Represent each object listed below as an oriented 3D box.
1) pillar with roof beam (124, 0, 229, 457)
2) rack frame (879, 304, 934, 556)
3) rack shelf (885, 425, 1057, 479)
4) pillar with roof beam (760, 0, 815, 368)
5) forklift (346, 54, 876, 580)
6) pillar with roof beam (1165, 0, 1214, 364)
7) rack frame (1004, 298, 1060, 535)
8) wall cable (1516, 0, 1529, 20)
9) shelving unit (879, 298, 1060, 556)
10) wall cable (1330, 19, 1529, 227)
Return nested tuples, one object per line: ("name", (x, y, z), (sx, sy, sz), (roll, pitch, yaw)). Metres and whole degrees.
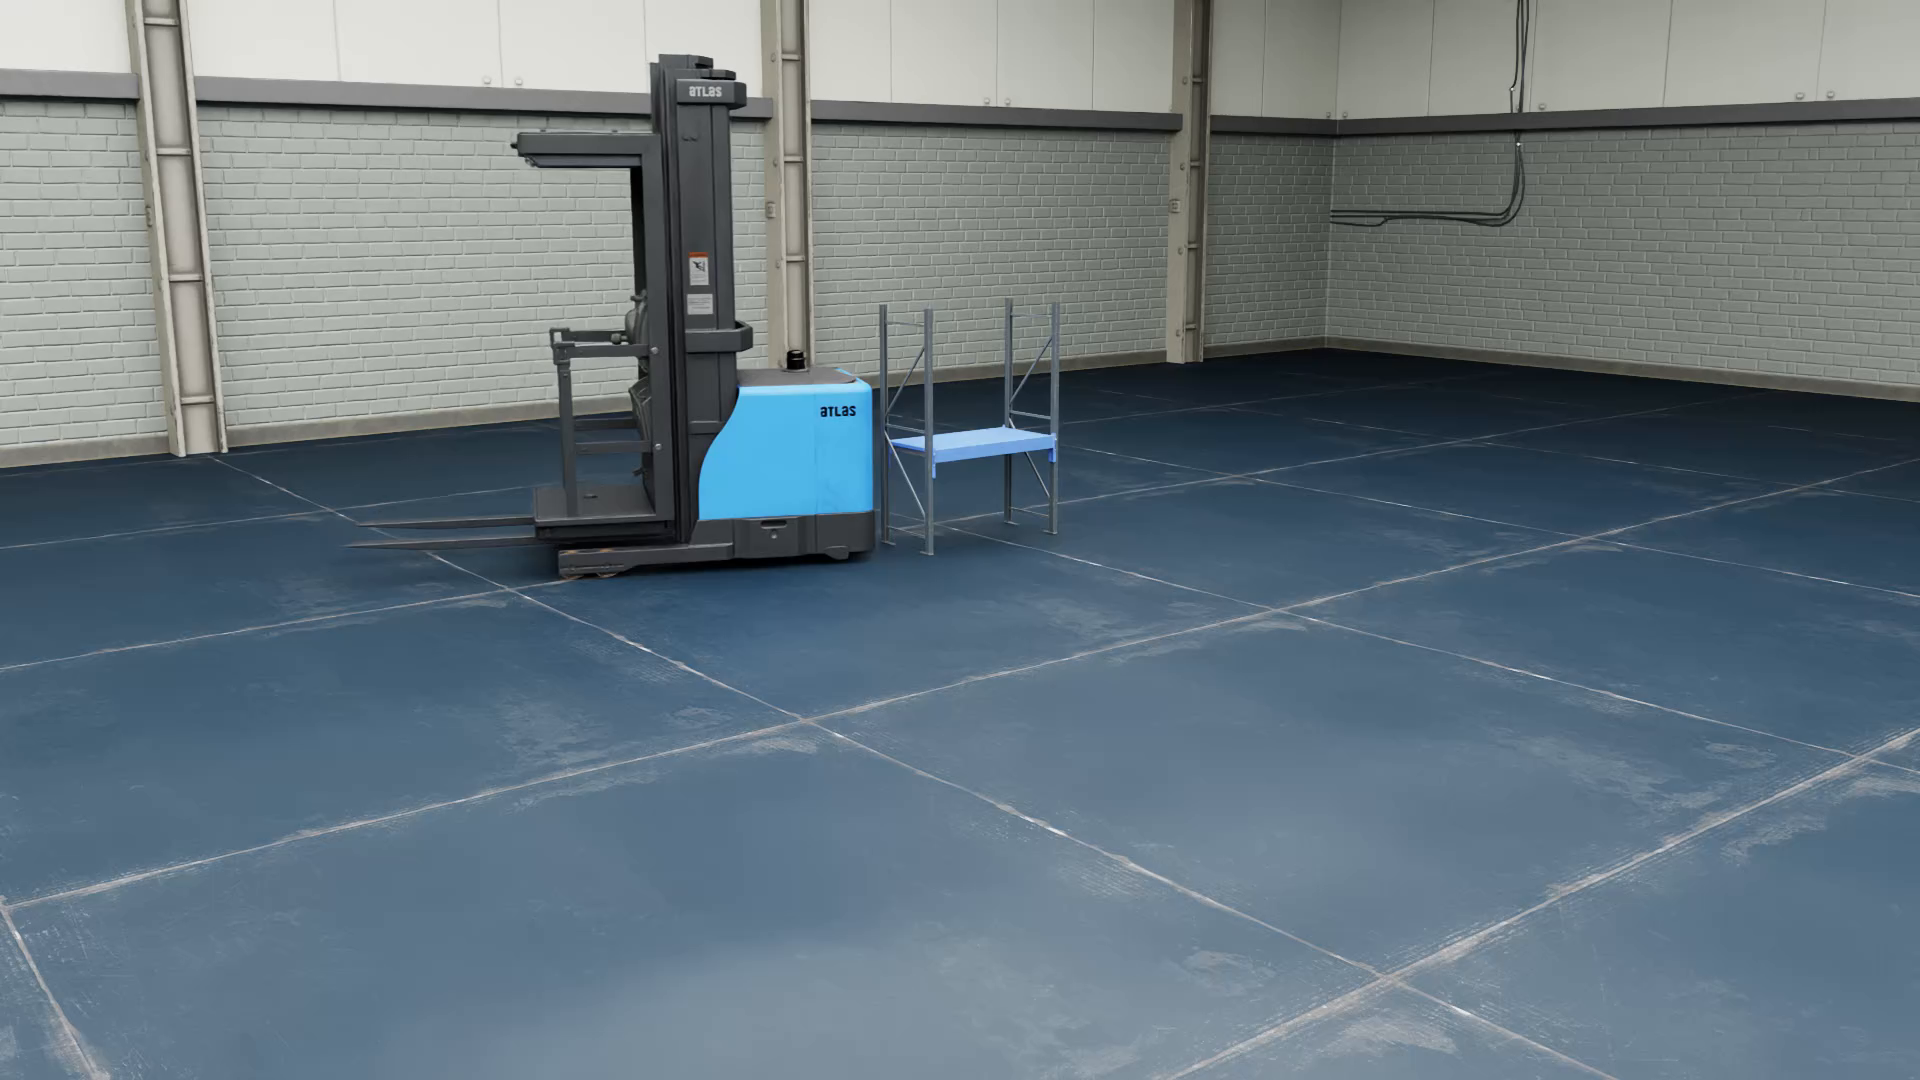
("pillar with roof beam", (-3.787, -4.452, 9.929), (0.400, 9.000, 9.100), (-9, 15, -38))
("rack frame", (-0.330, -0.679, 10.214), (0.032, 1.500, 0.500), (-9, 15, -38))
("rack shelf", (0.067, -0.569, 10.562), (1.000, 0.185, 0.538), (-9, 15, -38))
("pillar with roof beam", (0.898, -5.230, 13.595), (0.400, 9.000, 9.100), (-9, 15, -38))
("forklift", (-2.084, -1.327, 9.820), (3.031, 2.935, 1.130), (-3, 12, -14))
("pillar with roof beam", (5.583, -6.009, 17.262), (0.400, 9.000, 9.100), (-9, 15, -38))
("rack frame", (0.464, -0.811, 10.836), (0.032, 1.500, 0.500), (-9, 15, -38))
("wall cable", (7.710, -7.388, 19.072), (0.112, 2.526, 3.097), (-9, 15, -38))
("shelving unit", (0.067, -0.745, 10.525), (1.048, 1.500, 0.538), (-9, 15, -38))
("wall cable", (6.020, -5.356, 21.663), (0.112, 2.526, 3.097), (-9, 15, -38))
